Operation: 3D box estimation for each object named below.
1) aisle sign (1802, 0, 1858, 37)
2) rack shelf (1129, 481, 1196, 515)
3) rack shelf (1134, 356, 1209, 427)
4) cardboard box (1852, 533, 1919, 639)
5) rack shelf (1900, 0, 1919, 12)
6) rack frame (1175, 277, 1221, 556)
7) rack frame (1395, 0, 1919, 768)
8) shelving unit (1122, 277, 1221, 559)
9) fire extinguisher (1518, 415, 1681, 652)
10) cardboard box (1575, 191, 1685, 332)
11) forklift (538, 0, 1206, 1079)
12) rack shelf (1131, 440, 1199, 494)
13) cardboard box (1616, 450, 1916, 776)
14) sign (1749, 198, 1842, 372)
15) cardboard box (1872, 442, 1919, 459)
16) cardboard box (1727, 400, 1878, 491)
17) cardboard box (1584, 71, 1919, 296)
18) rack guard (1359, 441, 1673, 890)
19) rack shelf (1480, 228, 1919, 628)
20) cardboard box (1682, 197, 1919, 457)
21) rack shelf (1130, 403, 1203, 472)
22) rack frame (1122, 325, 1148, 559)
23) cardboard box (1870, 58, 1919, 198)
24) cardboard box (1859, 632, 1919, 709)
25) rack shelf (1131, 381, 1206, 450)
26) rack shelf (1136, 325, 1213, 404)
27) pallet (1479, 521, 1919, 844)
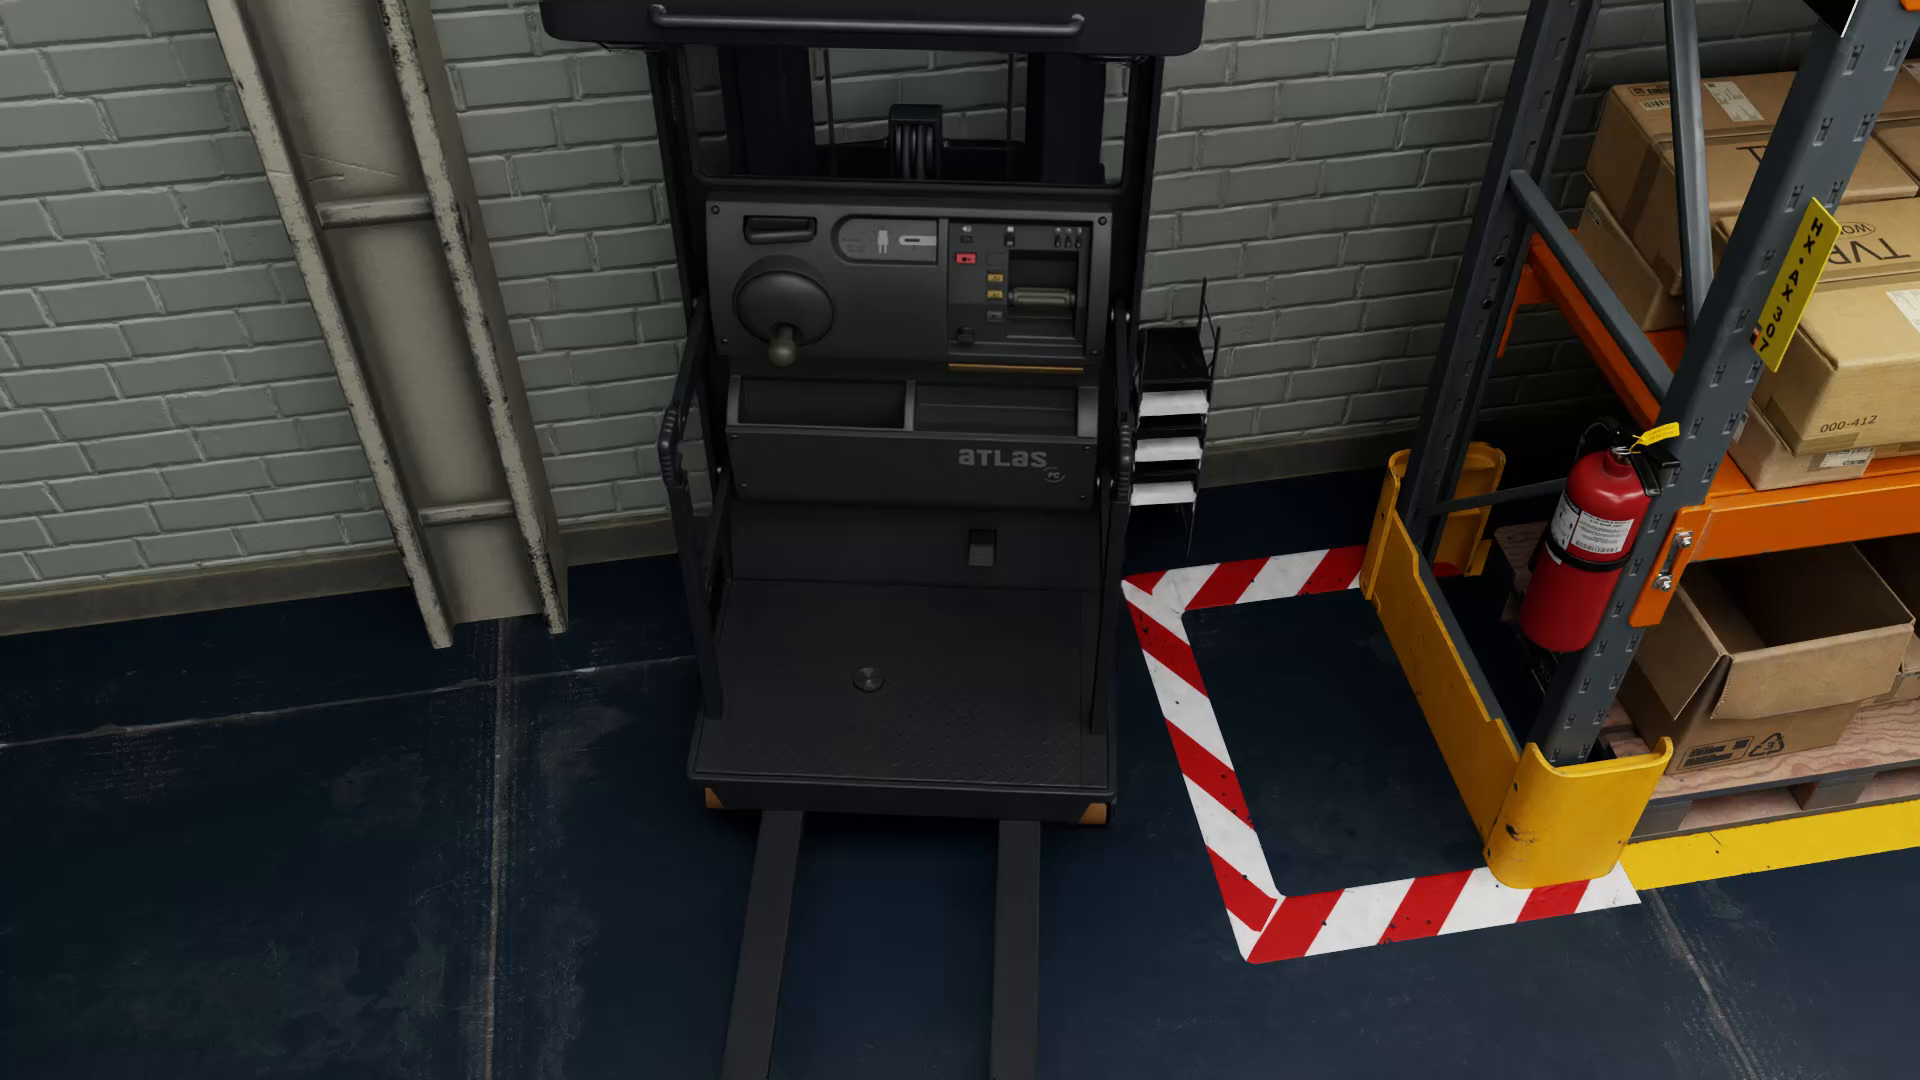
[{"bbox_3d":[1.395,-1.228,2.545,0.004,0.787,0.394,-7,46,-7],"label":"aisle sign"},{"bbox_3d":[0.602,-0.195,5.110,0.200,0.077,0.258,-3,46,-3],"label":"rack shelf"},{"bbox_3d":[0.602,-0.445,4.850,0.200,0.077,0.258,-3,46,-3],"label":"rack shelf"},{"bbox_3d":[2.880,0.094,4.521,0.500,0.500,0.700,-5,46,-5],"label":"cardboard box"},{"bbox_3d":[3.383,-1.579,3.105,4.000,0.370,1.077,-7,46,-7],"label":"rack shelf"},{"bbox_3d":[0.704,-0.349,4.961,0.006,0.900,0.240,-3,46,-3],"label":"rack frame"},{"bbox_3d":[1.412,-0.543,3.690,0.127,3.000,1.000,-7,46,-7],"label":"rack frame"},{"bbox_3d":[0.602,-0.343,4.956,0.210,0.900,0.258,-3,46,-3],"label":"shelving unit"},{"bbox_3d":[1.346,-0.040,3.519,0.183,0.674,0.296,-7,46,-7],"label":"fire extinguisher"},{"bbox_3d":[1.693,-0.687,4.003,0.250,0.149,0.380,-8,47,-7],"label":"cardboard box"},{"bbox_3d":[-0.127,-0.494,3.691,1.130,2.935,3.031,2,46,2],"label":"forklift"},{"bbox_3d":[0.602,-0.258,5.045,0.200,0.077,0.258,-3,46,-3],"label":"rack shelf"},{"bbox_3d":[2.031,0.170,4.445,0.637,0.503,0.797,-9,47,-8],"label":"cardboard box"},{"bbox_3d":[1.505,-0.458,3.007,0.005,0.325,0.100,-7,46,-7],"label":"sign"},{"bbox_3d":[2.026,-0.365,3.693,0.250,0.149,0.380,-6,46,-6],"label":"cardboard box"},{"bbox_3d":[1.783,-0.301,3.632,0.250,0.149,0.380,-7,47,-7],"label":"cardboard box"},{"bbox_3d":[1.820,-0.839,3.873,0.500,0.250,0.500,-6,46,-6],"label":"cardboard box"},{"bbox_3d":[1.487,0.315,4.599,0.348,0.500,1.175,-7,46,-7],"label":"rack guard"},{"bbox_3d":[3.383,-0.539,4.186,4.000,0.370,1.077,-7,46,-7],"label":"rack shelf"},{"bbox_3d":[1.905,-0.458,3.506,0.500,0.250,0.500,-7,46,-7],"label":"cardboard box"},{"bbox_3d":[0.602,-0.320,4.980,0.200,0.077,0.258,-3,46,-3],"label":"rack shelf"},{"bbox_3d":[0.501,-0.338,4.951,0.006,0.900,0.240,-3,46,-3],"label":"rack frame"},{"bbox_3d":[2.329,-0.901,3.933,0.500,0.250,0.500,-7,46,-7],"label":"cardboard box"},{"bbox_3d":[2.457,0.268,4.597,0.250,0.149,0.380,-9,47,-8],"label":"cardboard box"},{"bbox_3d":[0.602,-0.383,4.915,0.200,0.077,0.258,-3,46,-3],"label":"rack shelf"},{"bbox_3d":[0.602,-0.508,4.786,0.200,0.077,0.258,-3,46,-3],"label":"rack shelf"},{"bbox_3d":[2.273,0.317,4.798,1.213,0.211,1.003,-7,46,-7],"label":"pallet"}]
